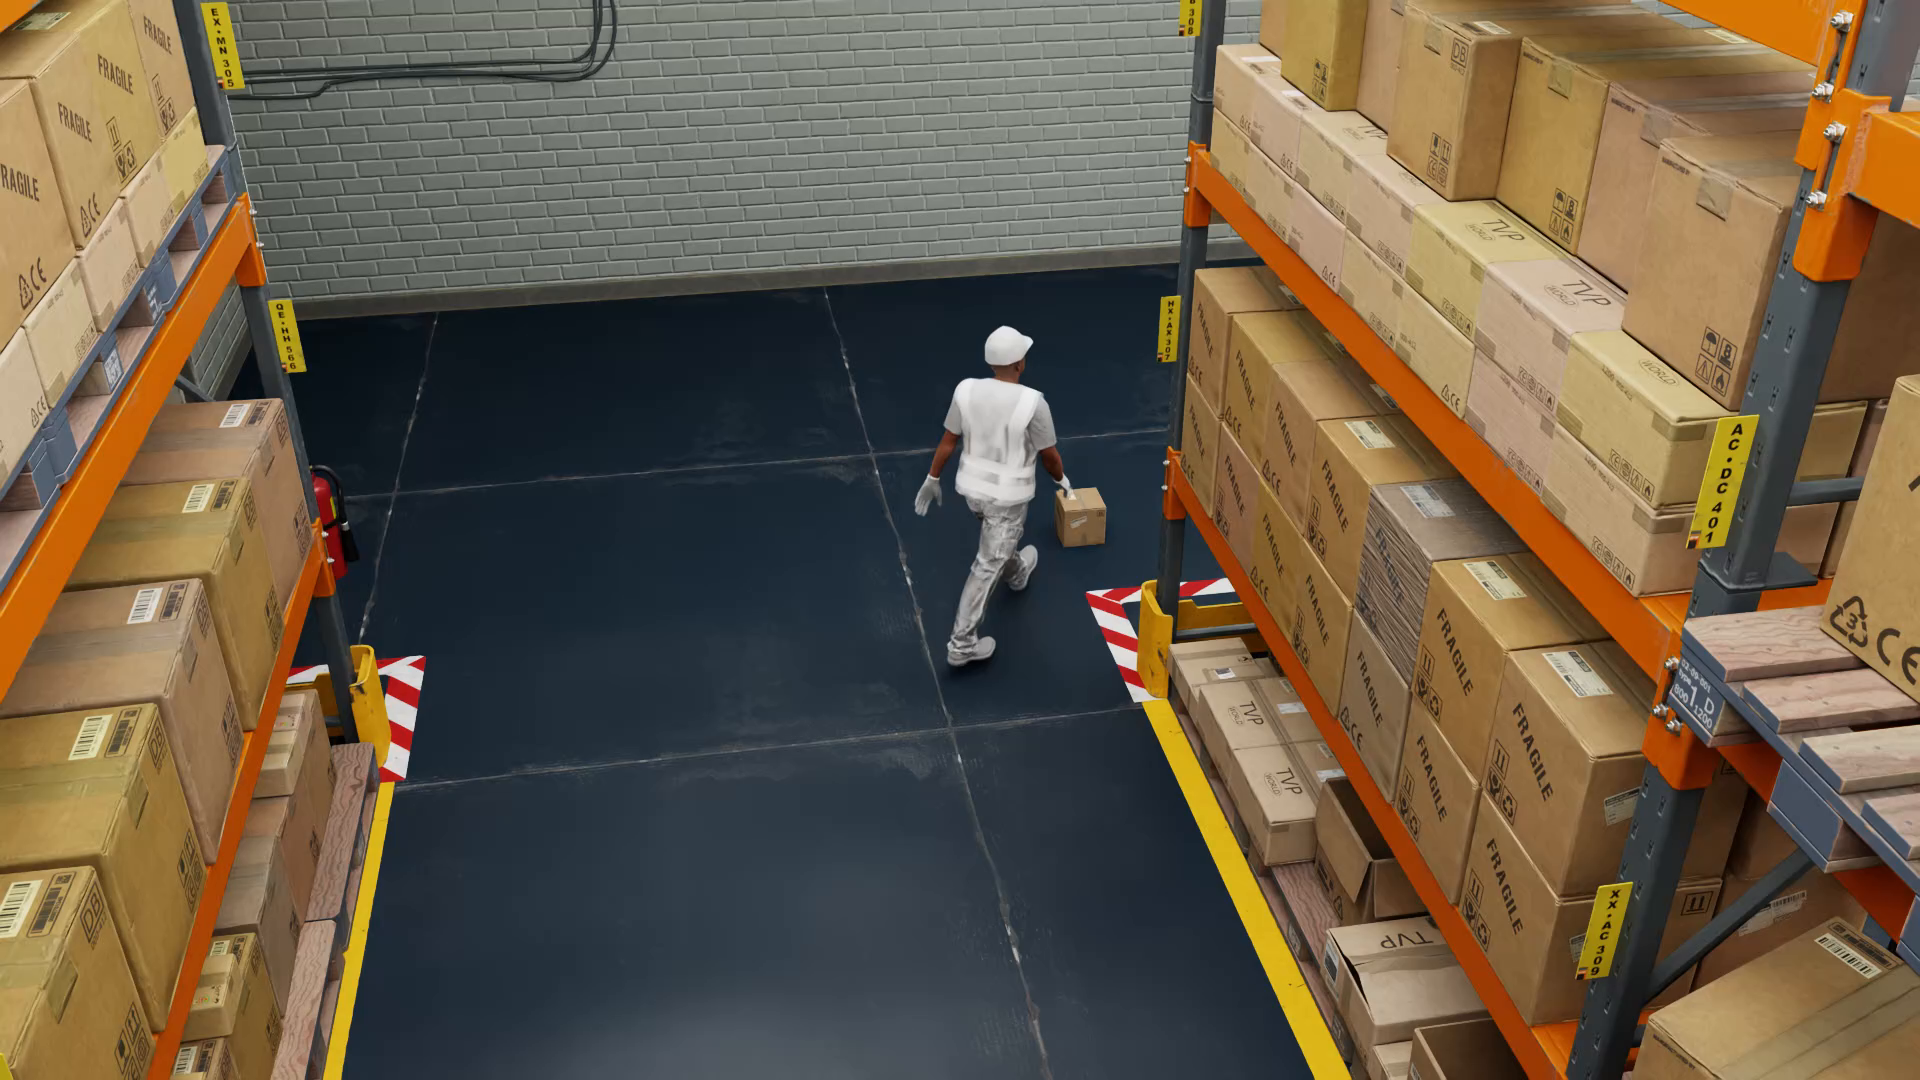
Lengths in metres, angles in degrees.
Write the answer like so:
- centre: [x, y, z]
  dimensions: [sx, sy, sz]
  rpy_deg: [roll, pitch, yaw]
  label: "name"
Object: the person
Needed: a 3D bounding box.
- centre: [0.198, -0.297, 8.683]
  dimensions: [0.660, 1.708, 1.151]
  rpy_deg: [19, 35, 29]
  label: "person"
